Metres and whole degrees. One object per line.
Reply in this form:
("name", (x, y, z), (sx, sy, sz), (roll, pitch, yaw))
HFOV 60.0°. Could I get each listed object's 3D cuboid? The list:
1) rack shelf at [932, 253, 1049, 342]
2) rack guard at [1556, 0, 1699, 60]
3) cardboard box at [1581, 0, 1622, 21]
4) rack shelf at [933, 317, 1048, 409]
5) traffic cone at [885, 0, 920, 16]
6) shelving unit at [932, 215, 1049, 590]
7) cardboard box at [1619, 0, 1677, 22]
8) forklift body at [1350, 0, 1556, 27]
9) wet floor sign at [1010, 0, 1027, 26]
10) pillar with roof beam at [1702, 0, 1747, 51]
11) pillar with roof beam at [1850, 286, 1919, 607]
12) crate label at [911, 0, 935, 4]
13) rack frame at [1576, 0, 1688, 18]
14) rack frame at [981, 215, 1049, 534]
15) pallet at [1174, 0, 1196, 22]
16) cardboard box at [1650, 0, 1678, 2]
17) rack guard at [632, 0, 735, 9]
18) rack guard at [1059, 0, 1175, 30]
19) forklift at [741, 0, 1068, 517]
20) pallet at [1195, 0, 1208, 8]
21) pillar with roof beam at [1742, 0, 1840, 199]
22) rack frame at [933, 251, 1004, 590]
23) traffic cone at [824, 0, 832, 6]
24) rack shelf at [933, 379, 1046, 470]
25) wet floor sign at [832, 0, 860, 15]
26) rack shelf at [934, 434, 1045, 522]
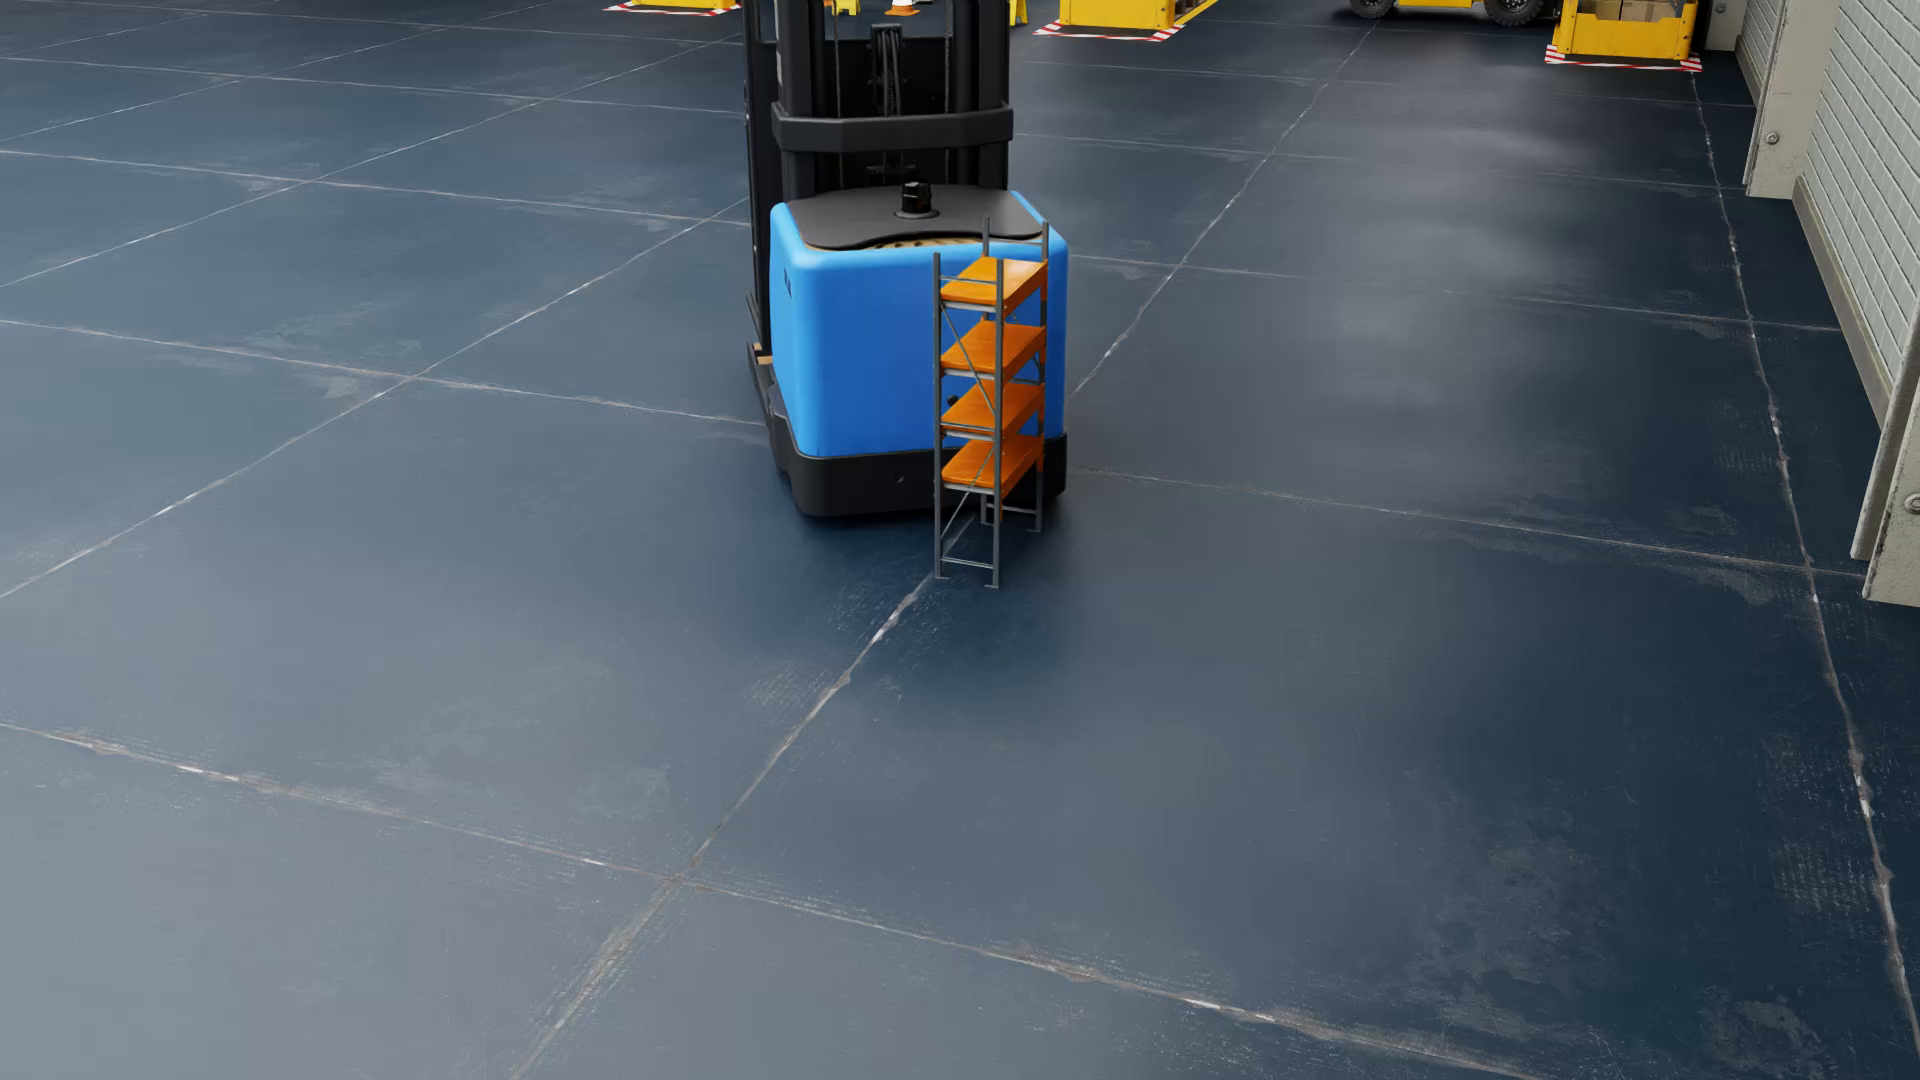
("rack shelf", (0.111, -0.838, 5.702), (0.258, 0.148, 0.480), (9, 27, 18))
("rack guard", (6.280, -4.843, 15.680), (1.175, 0.500, 0.348), (9, 27, 17))
("cardboard box", (6.147, -5.169, 16.156), (0.500, 0.250, 0.500), (9, 27, 18))
("rack shelf", (0.111, -0.625, 5.805), (0.258, 0.148, 0.480), (9, 27, 18))
("traffic cone", (-0.627, -5.940, 17.987), (0.336, 0.463, 0.334), (9, 27, 17))
("shelving unit", (0.111, -0.484, 5.874), (0.258, 1.200, 0.503), (9, 27, 18))
("cardboard box", (6.636, -5.103, 16.021), (0.500, 0.250, 0.500), (9, 27, 18))
("forklift body", (5.199, -6.640, 17.496), (2.313, 2.155, 1.214), (9, 27, 17))
("wet floor sign", (0.534, -5.714, 17.311), (0.267, 0.644, 0.232), (20, 32, 35))
("pillar with roof beam", (3.310, -9.458, 15.458), (9.100, 9.000, 0.400), (9, 27, 17))
("pillar with roof beam", (-0.683, -4.527, 5.273), (9.100, 9.000, 0.400), (9, 27, 17))
("crate label", (-0.424, -6.125, 18.744), (0.250, 0.136, 0.298), (-5, 26, -9))
("rack frame", (6.288, -5.978, 15.155), (1.000, 3.000, 0.127), (9, 27, 17))
("rack frame", (0.195, -0.584, 6.080), (0.240, 1.200, 0.015), (9, 27, 18))
("pallet", (1.935, -5.801, 17.990), (1.003, 0.211, 1.213), (9, 27, 17))
("cardboard box", (6.641, -5.318, 15.891), (0.500, 0.250, 0.500), (9, 27, 18))
("rack guard", (-3.103, -6.238, 18.560), (1.175, 0.500, 0.348), (9, 27, 17))
("rack guard", (1.632, -5.603, 17.248), (1.175, 0.500, 0.348), (9, 27, 17))
("forklift", (-0.388, -2.024, 7.068), (1.130, 2.935, 3.031), (-5, 26, -10))
("pallet", (2.343, -6.301, 19.022), (1.003, 0.211, 1.213), (9, 27, 17))
("pillar with roof beam", (1.314, -6.992, 10.366), (9.100, 9.000, 0.400), (9, 27, 17))
("rack frame", (0.027, -0.385, 5.667), (0.240, 1.200, 0.015), (9, 27, 18))
("traffic cone", (-1.579, -6.243, 18.614), (0.336, 0.463, 0.334), (9, 27, 17))
("rack shelf", (0.111, -0.424, 5.903), (0.258, 0.148, 0.480), (9, 27, 18))
("wet floor sign", (-1.238, -6.014, 17.931), (0.267, 0.644, 0.232), (4, 26, 8))
("rack shelf", (0.111, -0.245, 5.989), (0.258, 0.148, 0.480), (9, 27, 18))
